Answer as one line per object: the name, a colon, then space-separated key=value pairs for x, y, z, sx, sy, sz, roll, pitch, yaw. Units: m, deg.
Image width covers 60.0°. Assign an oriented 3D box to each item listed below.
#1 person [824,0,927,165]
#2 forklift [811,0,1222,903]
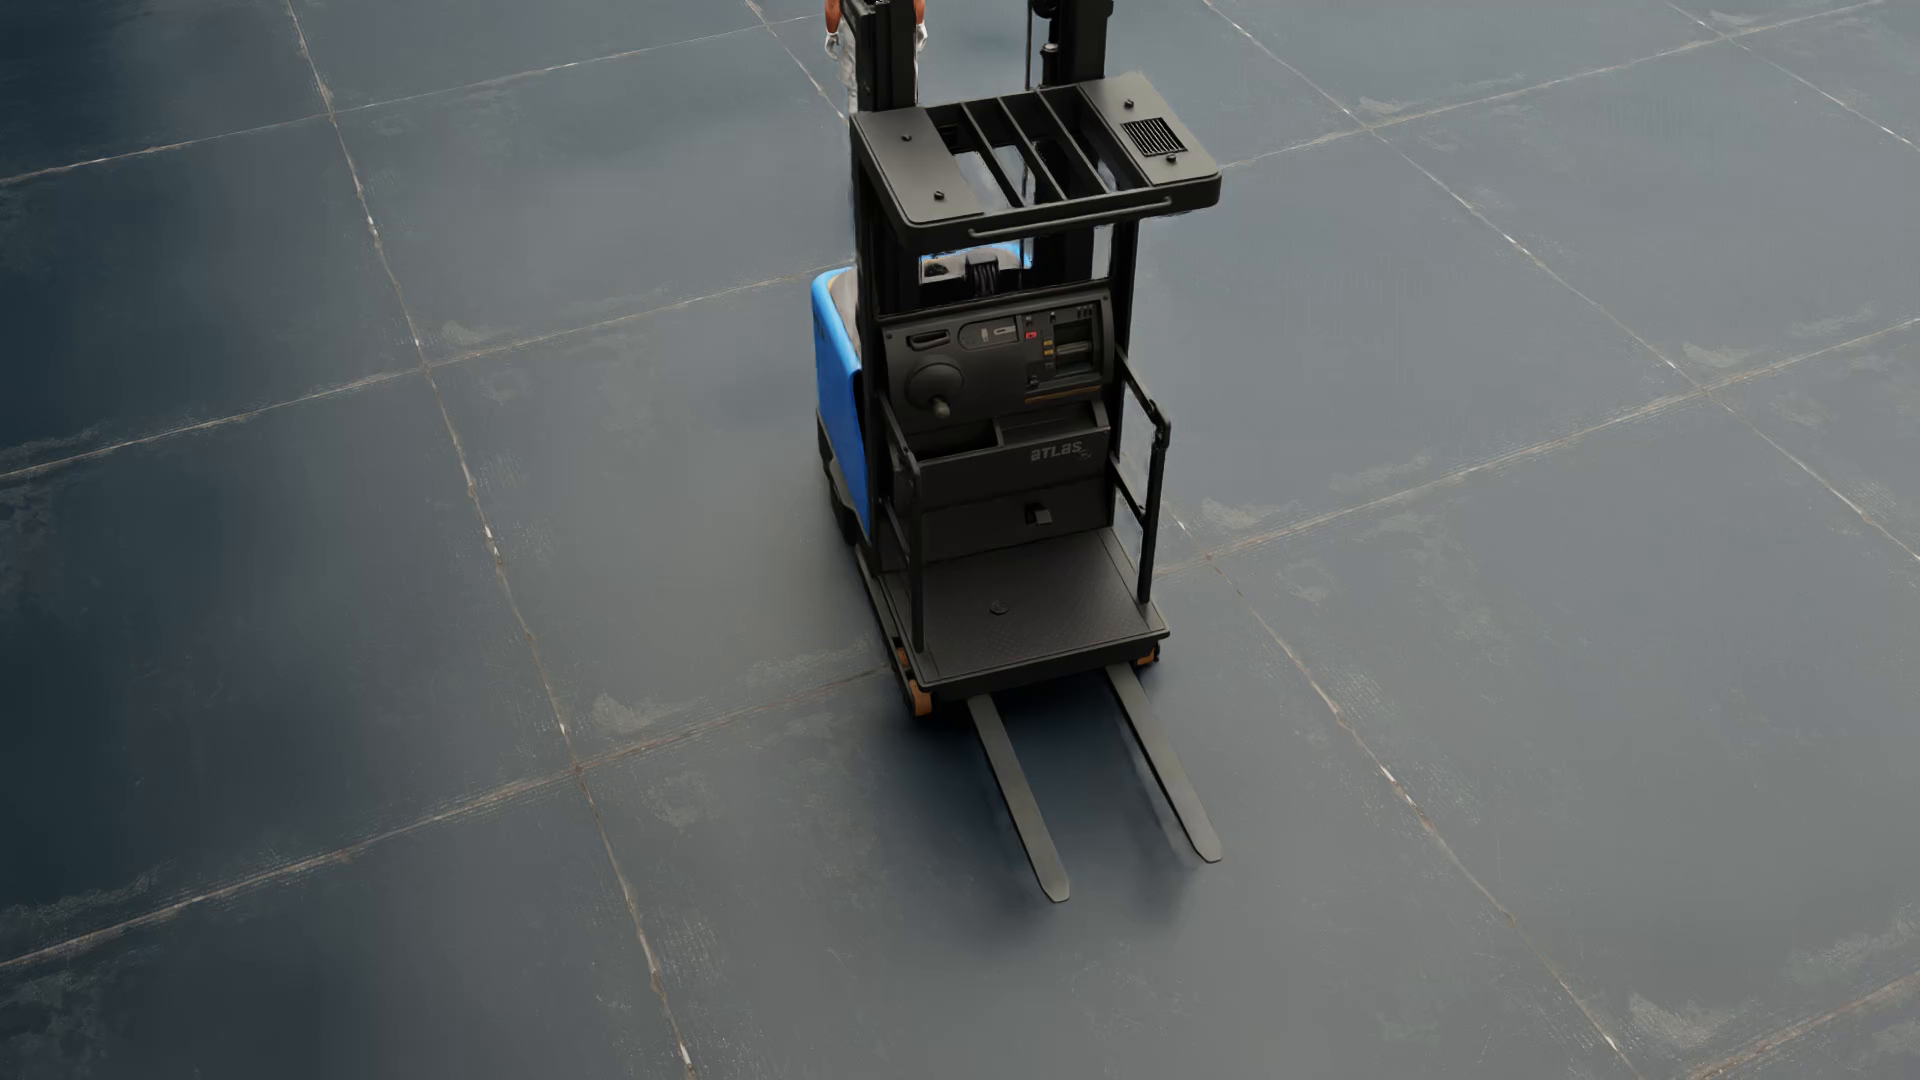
person: x=-0.492 y=-2.964 z=9.704 sx=0.609 sy=1.777 sz=0.453 roll=-6 pitch=43 yaw=-7
forklift: x=0.222 y=-0.635 z=6.361 sx=1.130 sy=2.935 sz=3.031 roll=-12 pitch=44 yaw=-12
